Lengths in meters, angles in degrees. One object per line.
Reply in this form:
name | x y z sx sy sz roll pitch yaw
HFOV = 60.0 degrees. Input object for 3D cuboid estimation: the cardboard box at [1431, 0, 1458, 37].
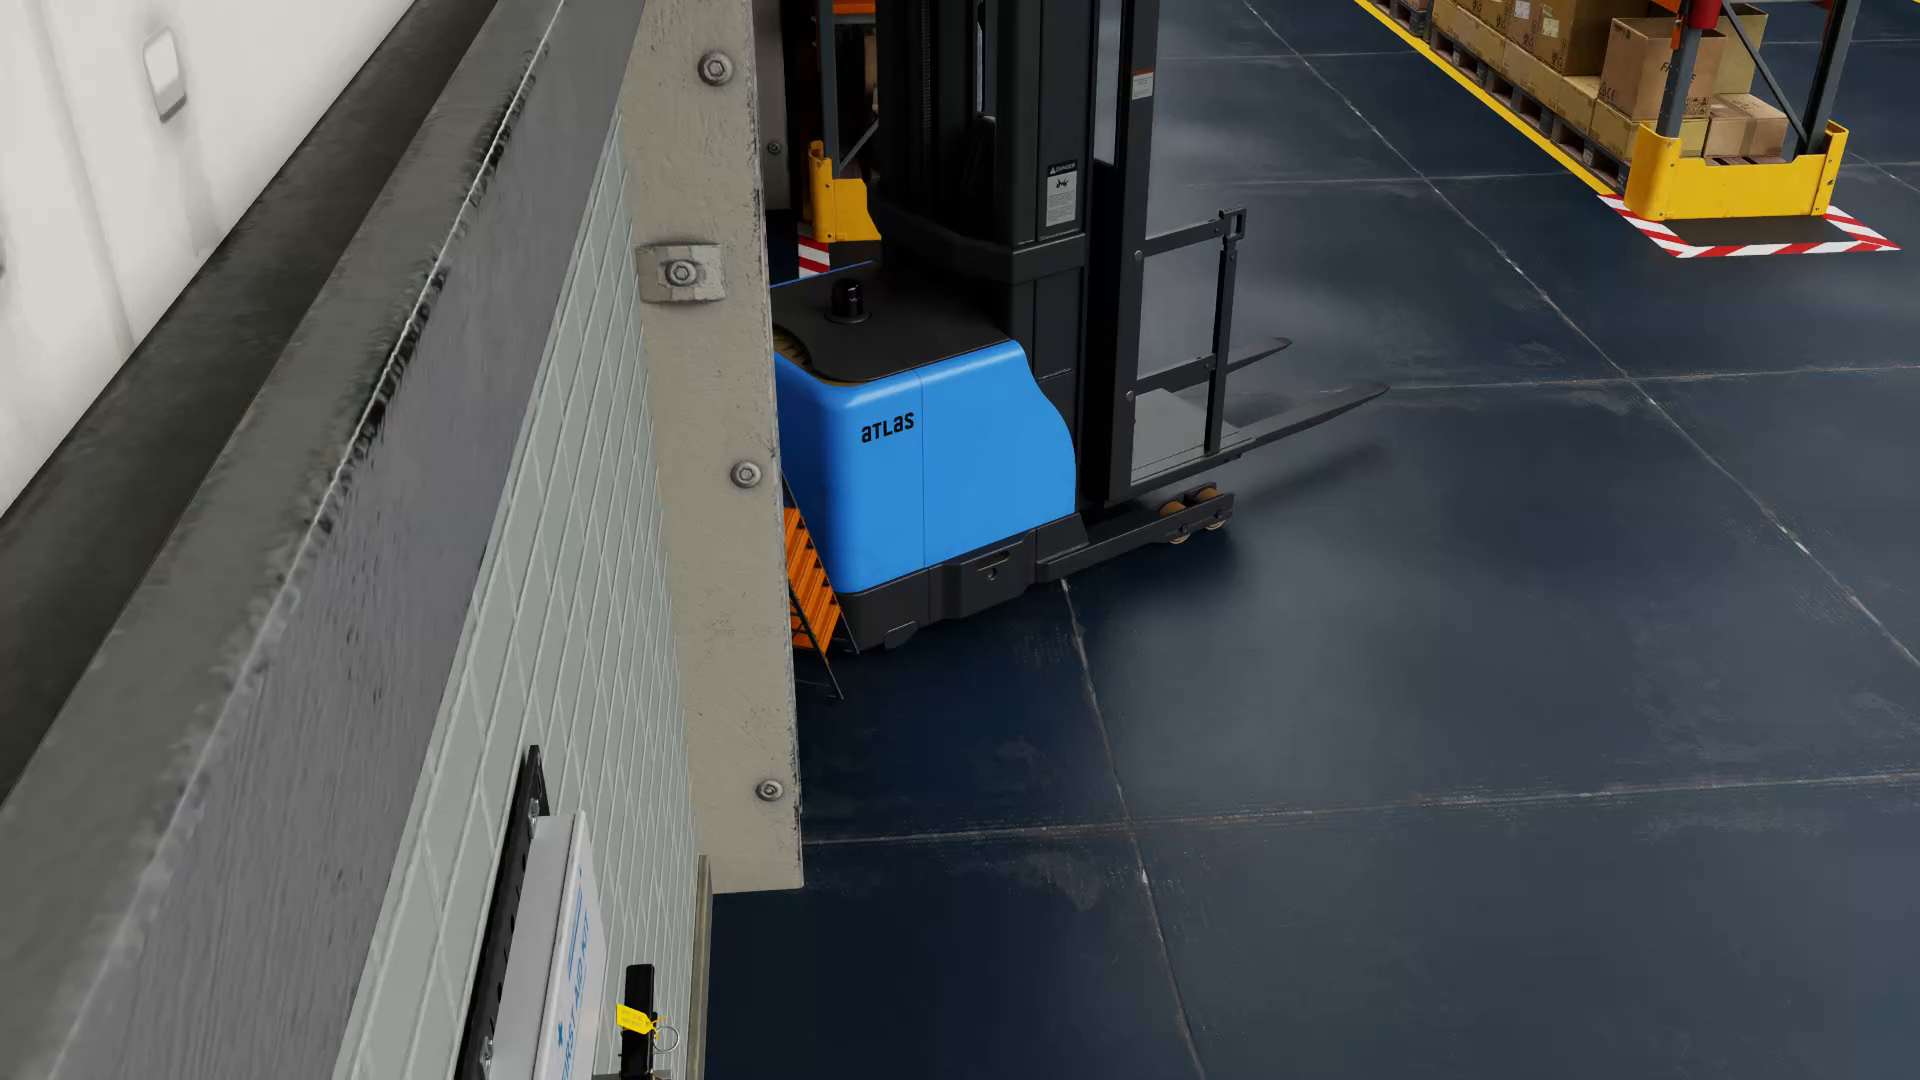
cardboard box | 4.022 -4.114 12.984 0.500 0.250 0.500 -3 31 -5

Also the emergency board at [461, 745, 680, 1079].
emergency board | -0.450 0.927 2.273 0.194 1.169 0.643 -3 31 -5

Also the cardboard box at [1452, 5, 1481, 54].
cardboard box | 4.064 -3.859 12.557 0.500 0.250 0.500 -3 31 -5

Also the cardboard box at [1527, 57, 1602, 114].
cardboard box | 4.203 -3.093 11.274 0.500 0.250 0.500 -3 31 -5

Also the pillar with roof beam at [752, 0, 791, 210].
pillar with roof beam | 3.082 -6.182 8.324 9.100 9.000 0.400 -3 31 -5

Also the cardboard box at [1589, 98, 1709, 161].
cardboard box | 4.310 -2.583 10.421 0.500 0.250 0.500 -3 31 -5

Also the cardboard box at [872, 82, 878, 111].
cardboard box | -0.305 -2.767 10.651 0.500 0.311 0.500 0 31 0

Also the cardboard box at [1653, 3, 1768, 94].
cardboard box | 4.777 -3.185 10.697 0.500 0.500 0.500 -3 31 -5

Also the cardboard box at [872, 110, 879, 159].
cardboard box | -0.252 -2.476 10.163 0.500 0.311 0.500 -6 31 -10

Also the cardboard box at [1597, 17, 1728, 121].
cardboard box | 4.308 -2.905 10.228 0.500 0.500 0.500 -3 31 -5

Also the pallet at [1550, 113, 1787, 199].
pallet | 4.541 -2.515 10.754 1.003 0.211 1.213 -3 31 -5

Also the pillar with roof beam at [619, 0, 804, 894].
pillar with roof beam | 3.643 -3.118 3.195 9.100 9.000 0.400 -3 31 -5

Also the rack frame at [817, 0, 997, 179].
rack frame | -0.277 -3.084 8.988 1.000 3.000 0.127 -3 31 -5

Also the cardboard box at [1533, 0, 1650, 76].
cardboard box | 4.200 -3.414 11.082 0.500 0.500 0.500 -3 31 -5

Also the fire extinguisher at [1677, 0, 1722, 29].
fire extinguisher | 4.203 -3.207 9.270 0.296 0.674 0.183 -3 31 -5

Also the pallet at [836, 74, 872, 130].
pallet | -0.436 -2.964 11.506 1.003 0.211 1.213 -3 31 -5

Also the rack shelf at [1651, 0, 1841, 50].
rack shelf | 4.468 -4.036 11.283 1.077 0.370 4.000 -3 31 -5

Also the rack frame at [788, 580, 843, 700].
rack frame | -0.610 0.223 5.342 0.240 1.200 0.006 9 60 15

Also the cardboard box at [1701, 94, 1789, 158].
cardboard box | 4.826 -2.608 10.462 0.500 0.250 0.500 -3 31 -5

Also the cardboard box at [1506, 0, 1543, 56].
cardboard box | 4.155 -3.670 11.509 0.500 0.500 0.500 -3 31 -5

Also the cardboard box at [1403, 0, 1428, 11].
cardboard box | 3.953 -4.563 13.736 0.500 0.250 0.500 -3 31 -5

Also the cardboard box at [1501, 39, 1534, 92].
cardboard box | 4.158 -3.348 11.702 0.500 0.250 0.500 -3 31 -5

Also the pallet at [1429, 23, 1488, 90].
pallet | 4.313 -3.760 12.840 1.003 0.211 1.213 -3 31 -5

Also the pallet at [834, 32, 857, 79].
pallet | -0.553 -3.588 12.551 1.003 0.211 1.213 -3 31 -5

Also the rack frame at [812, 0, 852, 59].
rack frame | -0.651 -5.126 12.407 1.000 3.000 0.127 -3 31 -5

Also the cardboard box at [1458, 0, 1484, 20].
cardboard box | 4.067 -4.181 12.364 0.500 0.500 0.500 -3 31 -5

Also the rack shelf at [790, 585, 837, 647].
rack shelf | -0.562 0.233 5.523 0.258 0.103 0.180 9 60 15

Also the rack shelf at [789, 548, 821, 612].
rack shelf | -0.596 0.107 5.322 0.258 0.103 0.180 9 60 15

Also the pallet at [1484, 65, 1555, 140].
pallet | 4.431 -3.136 11.794 1.003 0.211 1.213 -3 31 -5

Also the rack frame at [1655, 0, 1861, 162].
rack frame | 4.655 -3.323 9.389 1.000 3.000 0.127 -3 31 -5

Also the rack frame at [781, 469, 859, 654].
rack frame | -0.561 0.070 5.429 0.240 1.200 0.006 9 60 15

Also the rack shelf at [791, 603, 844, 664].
rack shelf | -0.544 0.296 5.624 0.258 0.103 0.180 9 60 15

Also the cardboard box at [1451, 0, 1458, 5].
cardboard box | 4.012 -4.435 12.791 0.500 0.500 0.500 -3 31 -5

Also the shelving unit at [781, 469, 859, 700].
shelving unit | -0.585 0.147 5.385 0.258 1.200 0.189 9 60 15

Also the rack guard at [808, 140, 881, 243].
rack guard | -0.284 -2.050 9.694 1.175 0.500 0.348 -3 31 -5

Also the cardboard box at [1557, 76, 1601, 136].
cardboard box | 4.252 -2.837 10.847 0.500 0.250 0.500 -3 31 -5

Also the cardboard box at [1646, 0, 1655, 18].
cardboard box | 4.718 -3.439 11.123 0.500 0.500 0.500 -3 31 -5

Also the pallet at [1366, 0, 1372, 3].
pallet | 4.056 -5.167 15.194 1.003 0.211 1.213 -3 31 -5

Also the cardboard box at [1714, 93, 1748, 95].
cardboard box | 4.776 -2.863 10.889 0.500 0.250 0.500 -3 31 -5

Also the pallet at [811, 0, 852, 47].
pallet | -0.725 -4.327 13.788 1.003 0.211 1.213 -3 31 -5

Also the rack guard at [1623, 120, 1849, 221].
rack guard | 4.657 -2.238 10.009 1.175 0.500 0.348 -3 31 -5

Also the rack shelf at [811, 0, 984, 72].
rack shelf | -0.464 -3.796 10.882 1.077 0.370 4.000 -3 31 -5

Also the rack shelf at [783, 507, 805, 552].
rack shelf | -0.631 -0.019 5.120 0.258 0.103 0.180 9 60 15

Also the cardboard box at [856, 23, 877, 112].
cardboard box | -0.324 -3.225 11.233 0.700 0.500 0.500 -5 31 -8

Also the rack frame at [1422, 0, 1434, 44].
rack frame | 4.281 -5.365 12.808 1.000 3.000 0.127 -3 31 -5

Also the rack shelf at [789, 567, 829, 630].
rack shelf | -0.579 0.170 5.422 0.258 0.103 0.180 9 60 15

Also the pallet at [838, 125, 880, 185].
pallet | -0.325 -2.342 10.465 1.003 0.211 1.213 -3 31 -5

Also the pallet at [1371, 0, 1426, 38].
pallet | 4.173 -4.543 14.149 1.003 0.211 1.213 -3 31 -5

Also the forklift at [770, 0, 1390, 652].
forklift | 0.507 -1.444 6.309 3.031 2.935 1.130 -20 36 -30

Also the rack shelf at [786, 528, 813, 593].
rack shelf | -0.614 0.044 5.221 0.258 0.103 0.180 9 60 15

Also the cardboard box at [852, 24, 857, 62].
cardboard box | -0.514 -3.714 12.051 0.500 0.500 0.500 -5 31 -8

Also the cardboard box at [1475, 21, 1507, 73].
cardboard box | 4.106 -3.603 12.129 0.500 0.250 0.500 -3 31 -5

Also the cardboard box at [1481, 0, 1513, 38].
cardboard box | 4.106 -3.925 11.936 0.500 0.500 0.500 -3 31 -5
